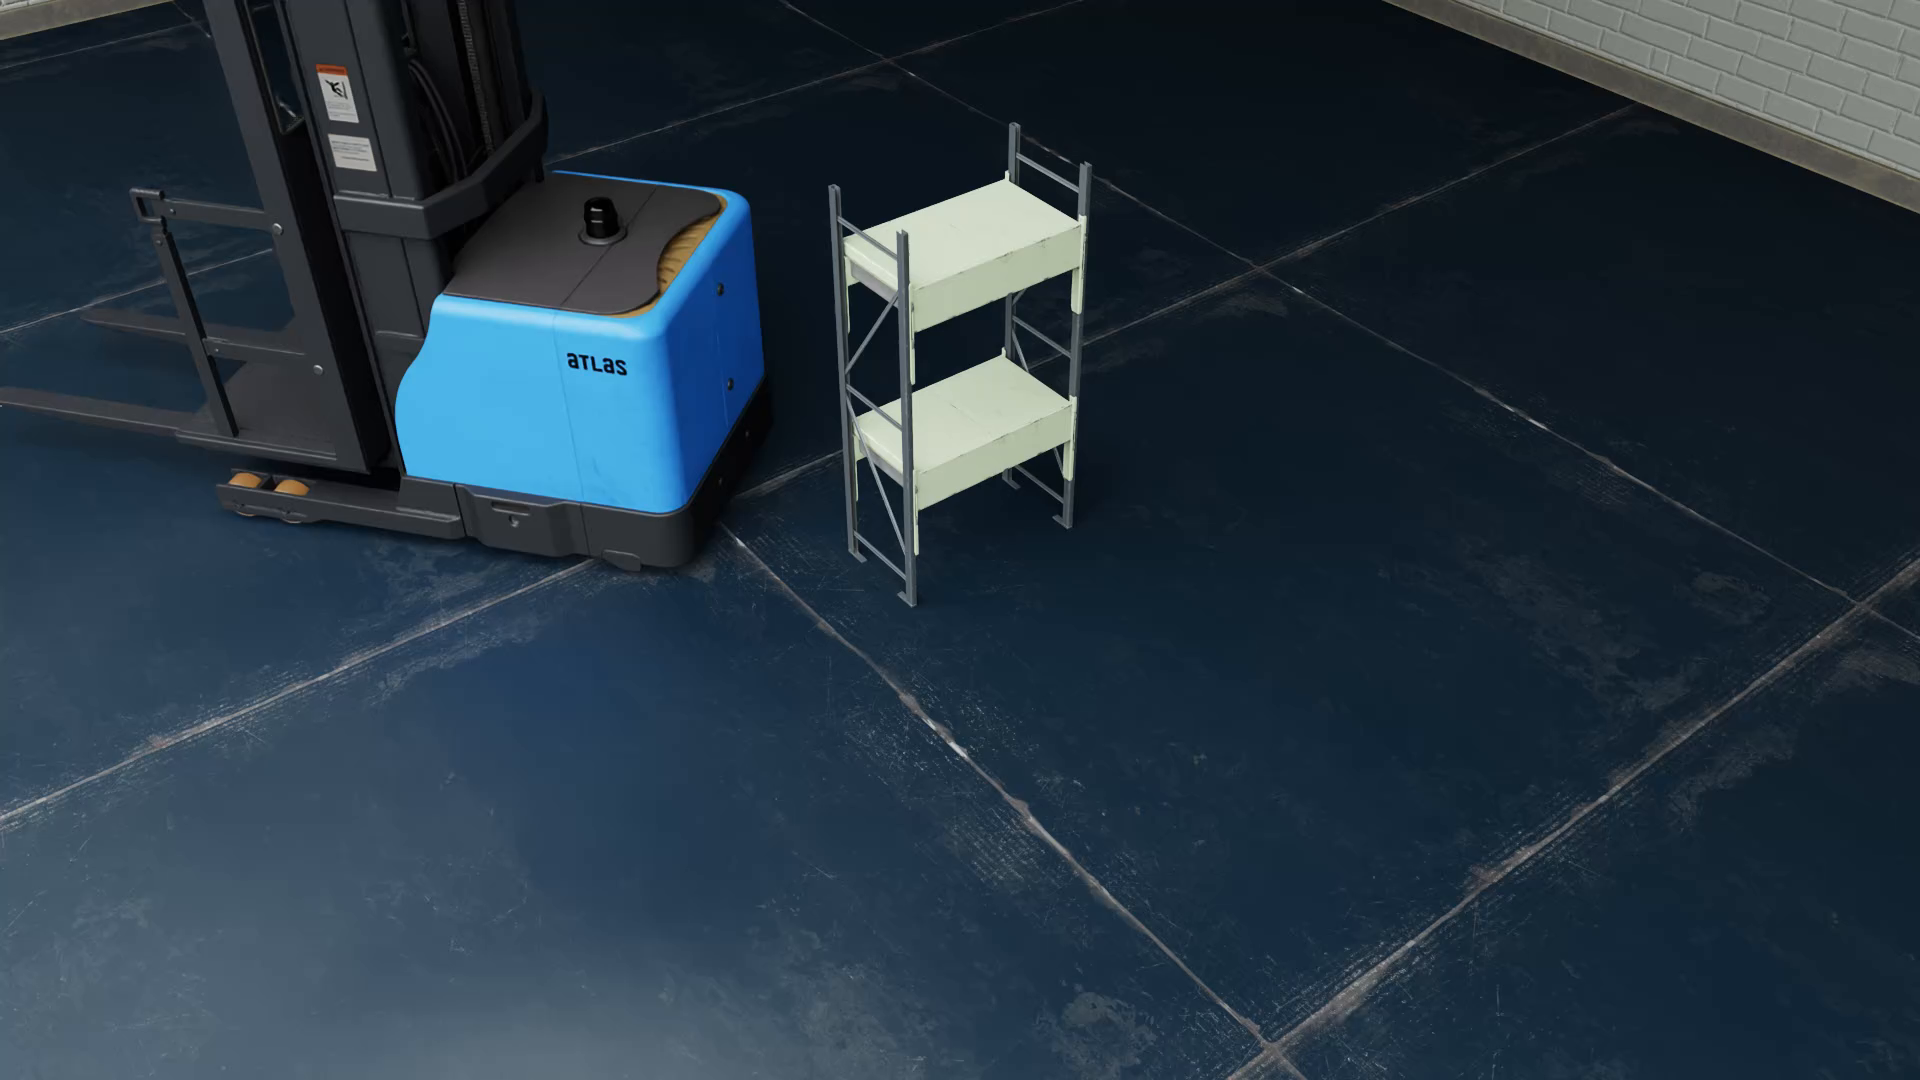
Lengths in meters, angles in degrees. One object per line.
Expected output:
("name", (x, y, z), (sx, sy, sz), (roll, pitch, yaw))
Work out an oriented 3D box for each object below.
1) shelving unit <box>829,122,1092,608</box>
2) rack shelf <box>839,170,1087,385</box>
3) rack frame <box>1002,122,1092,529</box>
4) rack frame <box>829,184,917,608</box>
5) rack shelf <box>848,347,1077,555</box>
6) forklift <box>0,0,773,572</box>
("shelving unit", (0.005, -0.582, 5.777), (0.755, 1.500, 0.431), (-26, 46, -28))
("rack shelf", (0.005, -0.884, 5.530), (0.720, 0.370, 0.431), (-26, 46, -28))
("rack frame", (0.295, -0.724, 5.950), (0.023, 1.500, 0.400), (-26, 46, -28))
("rack frame", (-0.285, -0.441, 5.605), (0.023, 1.500, 0.400), (-26, 46, -28))
("rack shelf", (0.005, -0.330, 5.984), (0.720, 0.370, 0.431), (-26, 46, -28))
("forklift", (-2.331, -1.511, 5.781), (3.031, 2.935, 1.130), (9, 40, 10))
